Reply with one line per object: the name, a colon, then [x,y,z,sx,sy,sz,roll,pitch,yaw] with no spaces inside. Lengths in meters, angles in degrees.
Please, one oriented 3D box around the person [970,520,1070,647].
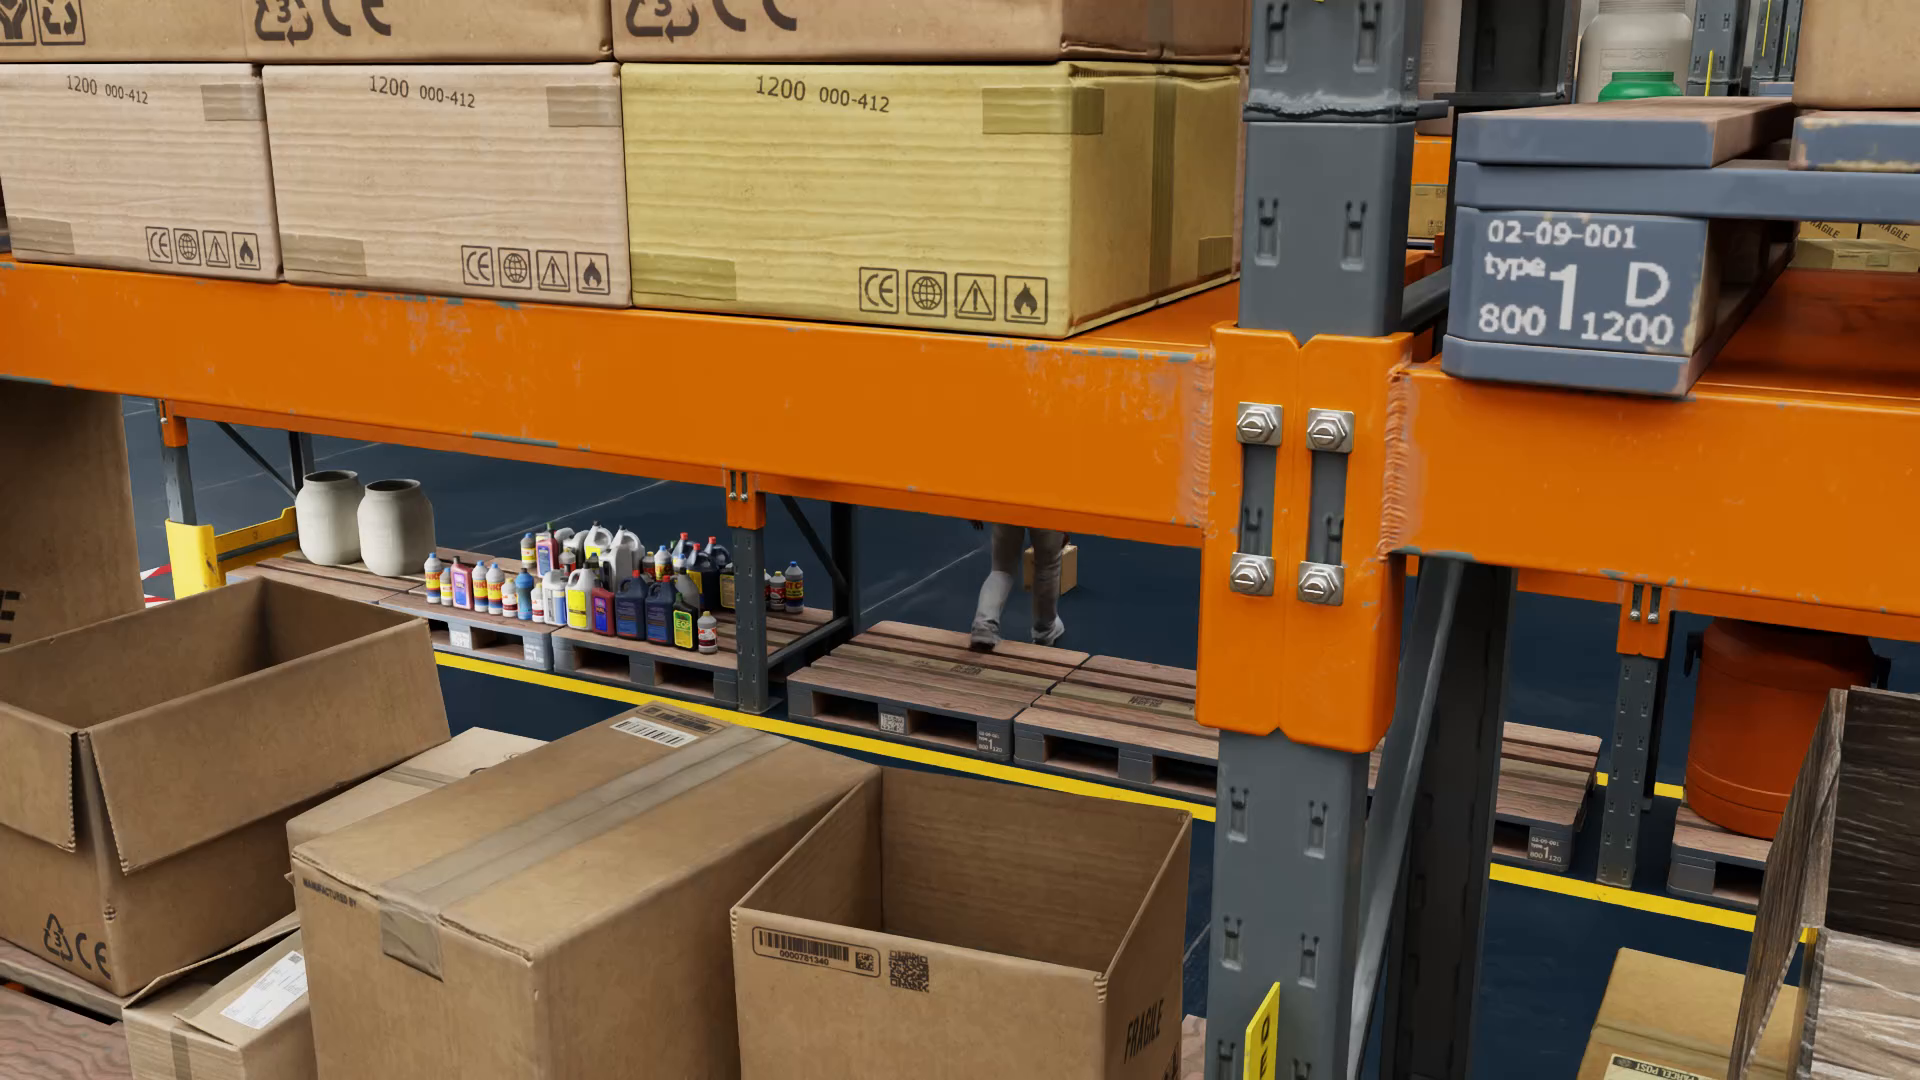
person: [0.315,-0.195,8.711,0.583,1.742,0.957,5,17,18]
